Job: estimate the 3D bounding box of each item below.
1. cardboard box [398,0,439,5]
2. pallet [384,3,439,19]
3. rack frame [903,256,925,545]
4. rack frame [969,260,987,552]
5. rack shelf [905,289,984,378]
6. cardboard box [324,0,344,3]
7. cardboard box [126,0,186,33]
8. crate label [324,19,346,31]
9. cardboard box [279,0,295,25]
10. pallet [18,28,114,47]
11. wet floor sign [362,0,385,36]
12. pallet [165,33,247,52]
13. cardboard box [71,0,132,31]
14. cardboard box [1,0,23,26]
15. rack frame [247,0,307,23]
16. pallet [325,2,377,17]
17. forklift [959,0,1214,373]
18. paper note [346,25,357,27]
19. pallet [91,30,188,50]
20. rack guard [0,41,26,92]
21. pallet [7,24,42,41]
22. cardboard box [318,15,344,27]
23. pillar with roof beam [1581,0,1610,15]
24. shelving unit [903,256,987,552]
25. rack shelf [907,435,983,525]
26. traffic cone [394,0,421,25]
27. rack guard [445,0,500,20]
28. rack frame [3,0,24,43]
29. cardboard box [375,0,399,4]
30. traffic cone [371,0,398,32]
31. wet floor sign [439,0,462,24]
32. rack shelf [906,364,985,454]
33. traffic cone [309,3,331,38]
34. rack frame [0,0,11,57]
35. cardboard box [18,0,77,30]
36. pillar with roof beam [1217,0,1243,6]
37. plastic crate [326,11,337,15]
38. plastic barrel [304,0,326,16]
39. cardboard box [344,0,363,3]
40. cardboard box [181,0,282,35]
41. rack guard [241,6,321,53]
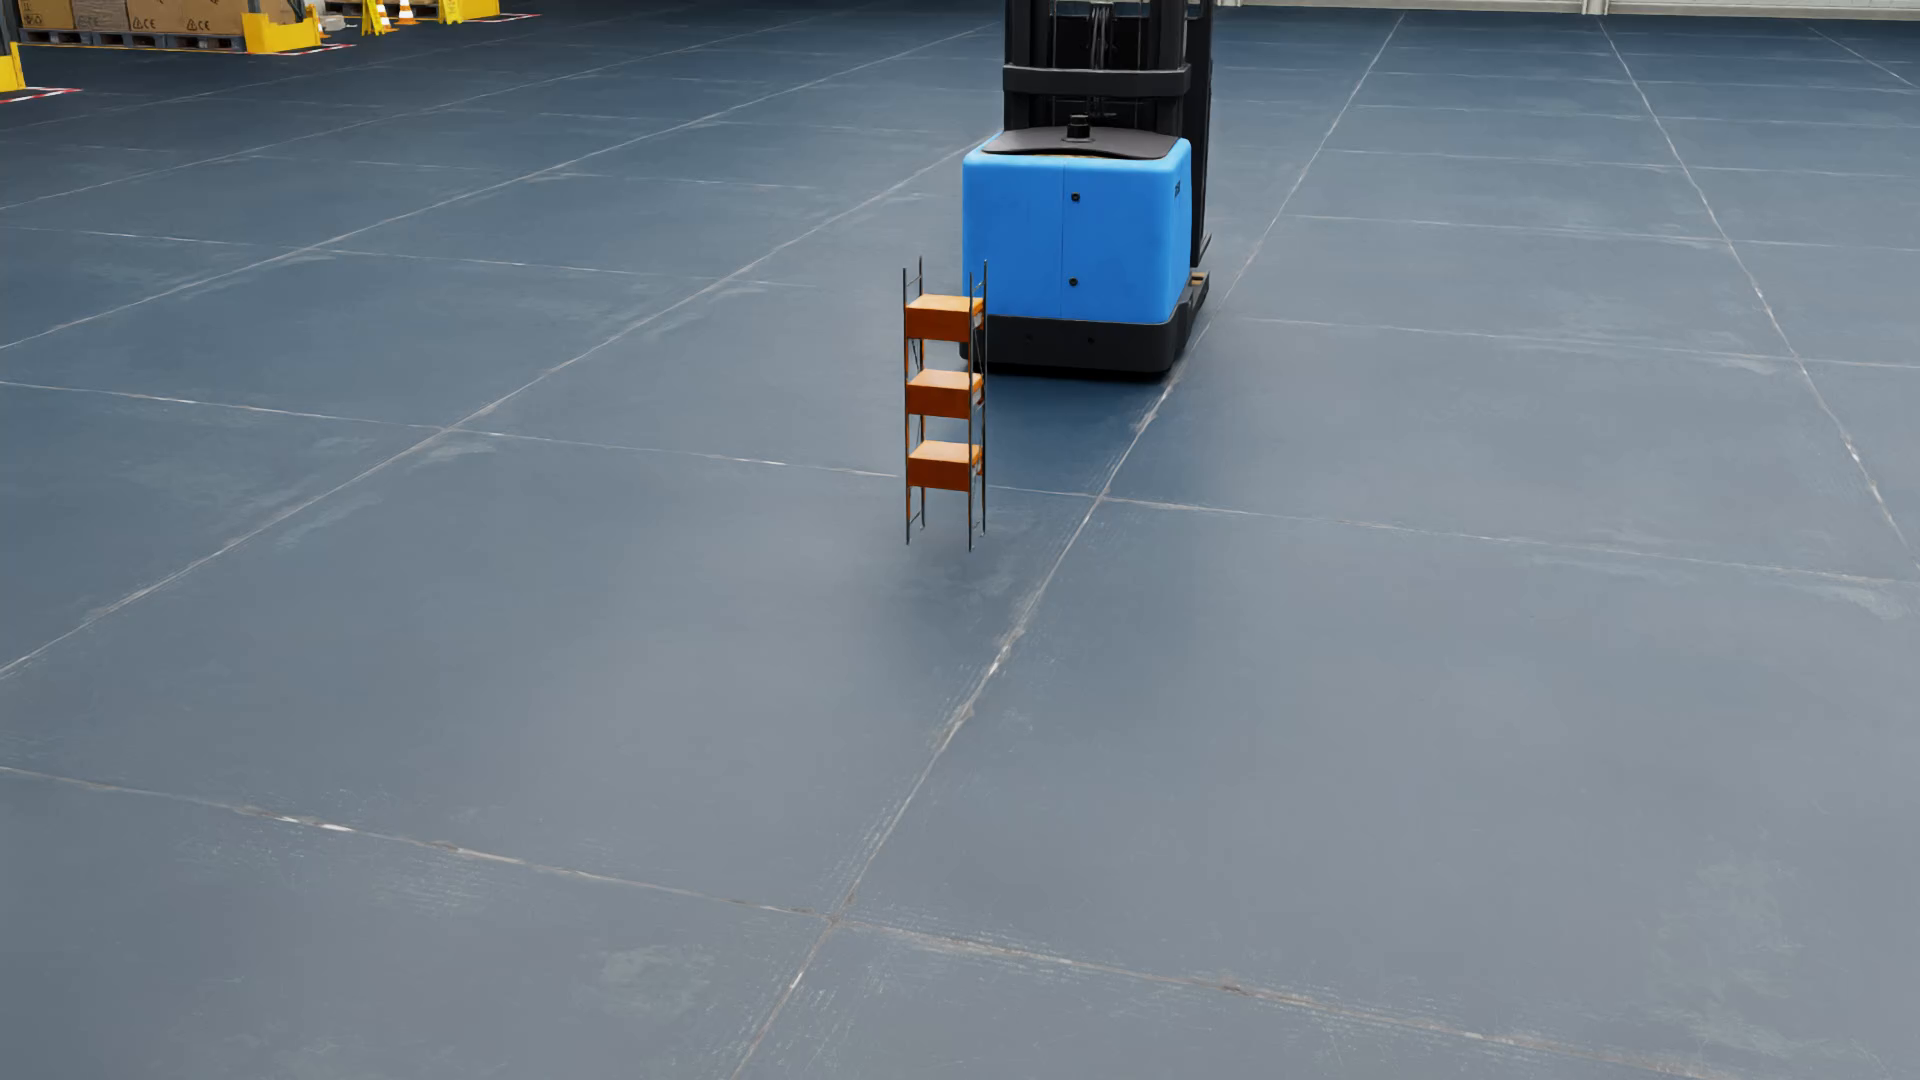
[{"bbox_3d":[-8.673,-8.746,26.709,0.500,0.250,0.500,6,23,15],"label":"cardboard box"},{"bbox_3d":[-8.639,-8.651,27.081,1.213,0.211,1.003,7,23,16],"label":"pallet"},{"bbox_3d":[-0.168,-0.505,6.118,0.008,1.050,0.200,7,23,16],"label":"rack frame"},{"bbox_3d":[0.066,-0.478,6.052,0.008,1.050,0.200,7,23,16],"label":"rack frame"},{"bbox_3d":[-0.051,-0.744,5.981,0.240,0.259,0.215,7,23,16],"label":"rack shelf"},{"bbox_3d":[-10.118,-8.917,27.125,0.500,0.250,0.500,6,23,15],"label":"cardboard box"},{"bbox_3d":[-10.643,-7.378,22.551,0.875,0.875,0.875,6,23,15],"label":"cardboard box"},{"bbox_3d":[-9.349,-7.708,24.880,0.298,0.136,0.250,-5,23,-12],"label":"crate label"},{"bbox_3d":[-10.211,-7.948,24.984,0.637,0.503,0.797,-9,24,-21],"label":"cardboard box"},{"bbox_3d":[-12.256,-7.057,23.197,1.213,0.211,1.003,7,23,15],"label":"pallet"},{"bbox_3d":[-8.532,-7.648,24.064,0.232,0.644,0.267,3,22,6],"label":"wet floor sign"},{"bbox_3d":[-9.920,-6.790,22.545,1.213,0.211,1.003,7,23,15],"label":"pallet"},{"bbox_3d":[-11.515,-7.479,22.796,0.875,0.875,0.875,7,23,16],"label":"cardboard box"},{"bbox_3d":[-13.581,-7.648,23.374,0.750,0.750,1.050,6,23,15],"label":"cardboard box"},{"bbox_3d":[-9.132,-8.021,21.872,0.127,3.000,1.000,7,23,16],"label":"rack frame"},{"bbox_3d":[-9.803,-8.785,27.409,1.213,0.211,1.003,7,23,16],"label":"pallet"},{"bbox_3d":[0.834,-2.697,8.983,1.130,2.935,3.031,5,23,12],"label":"forklift"},{"bbox_3d":[-9.279,-7.837,25.336,0.142,0.019,0.148,-1,22,-3],"label":"paper note"},{"bbox_3d":[-11.084,-6.924,22.873,1.213,0.211,1.003,7,23,15],"label":"pallet"},{"bbox_3d":[-10.734,-5.082,18.000,0.348,0.500,1.175,7,23,16],"label":"rack guard"},{"bbox_3d":[-13.722,-7.226,23.609,1.213,0.211,1.003,7,23,16],"label":"pallet"},{"bbox_3d":[-9.636,-7.921,25.385,0.380,0.149,0.250,-20,29,-39],"label":"cardboard box"},{"bbox_3d":[9.215,-11.276,21.903,0.400,9.000,9.100,7,23,16],"label":"pillar with roof beam"},{"bbox_3d":[-0.051,-0.492,6.085,0.252,1.050,0.215,7,23,16],"label":"shelving unit"},{"bbox_3d":[-0.051,-0.225,6.195,0.240,0.259,0.215,7,23,16],"label":"rack shelf"},{"bbox_3d":[-8.583,-8.235,25.737,0.334,0.463,0.336,7,23,16],"label":"traffic cone"},{"bbox_3d":[-7.871,-8.682,26.778,0.348,0.500,1.175,7,23,16],"label":"rack guard"},{"bbox_3d":[-12.961,-8.459,22.940,0.127,3.000,1.000,7,23,16],"label":"rack frame"},{"bbox_3d":[-9.144,-8.803,26.848,0.500,0.250,0.500,7,23,16],"label":"cardboard box"},{"bbox_3d":[-8.578,-7.795,24.663,0.334,0.463,0.336,7,23,16],"label":"traffic cone"},{"bbox_3d":[-7.926,-8.332,25.731,0.232,0.644,0.267,16,27,34],"label":"wet floor sign"},{"bbox_3d":[-0.051,-0.482,6.089,0.240,0.259,0.215,7,23,16],"label":"rack shelf"},{"bbox_3d":[-9.230,-7.421,23.753,0.334,0.463,0.336,7,23,16],"label":"traffic cone"},{"bbox_3d":[-10.661,-6.230,17.505,0.127,3.000,1.000,7,23,16],"label":"rack frame"},{"bbox_3d":[-12.379,-7.576,23.034,0.875,0.875,0.875,7,23,16],"label":"cardboard box"},{"bbox_3d":[3.470,-11.934,23.506,0.400,9.000,9.100,7,23,16],"label":"pillar with roof beam"},{"bbox_3d":[-10.362,-8.448,26.760,0.583,0.080,0.402,-1,22,-3],"label":"plastic crate"},{"bbox_3d":[-10.213,-8.315,25.983,0.512,0.421,0.421,-14,26,-30],"label":"plastic barrel"},{"bbox_3d":[-9.646,-8.858,26.983,0.500,0.250,0.500,6,23,14],"label":"cardboard box"},{"bbox_3d":[-9.800,-7.283,22.318,0.875,0.875,0.875,7,23,16],"label":"cardboard box"},{"bbox_3d":[-9.109,-6.862,22.339,0.348,0.500,1.175,7,23,16],"label":"rack guard"}]
